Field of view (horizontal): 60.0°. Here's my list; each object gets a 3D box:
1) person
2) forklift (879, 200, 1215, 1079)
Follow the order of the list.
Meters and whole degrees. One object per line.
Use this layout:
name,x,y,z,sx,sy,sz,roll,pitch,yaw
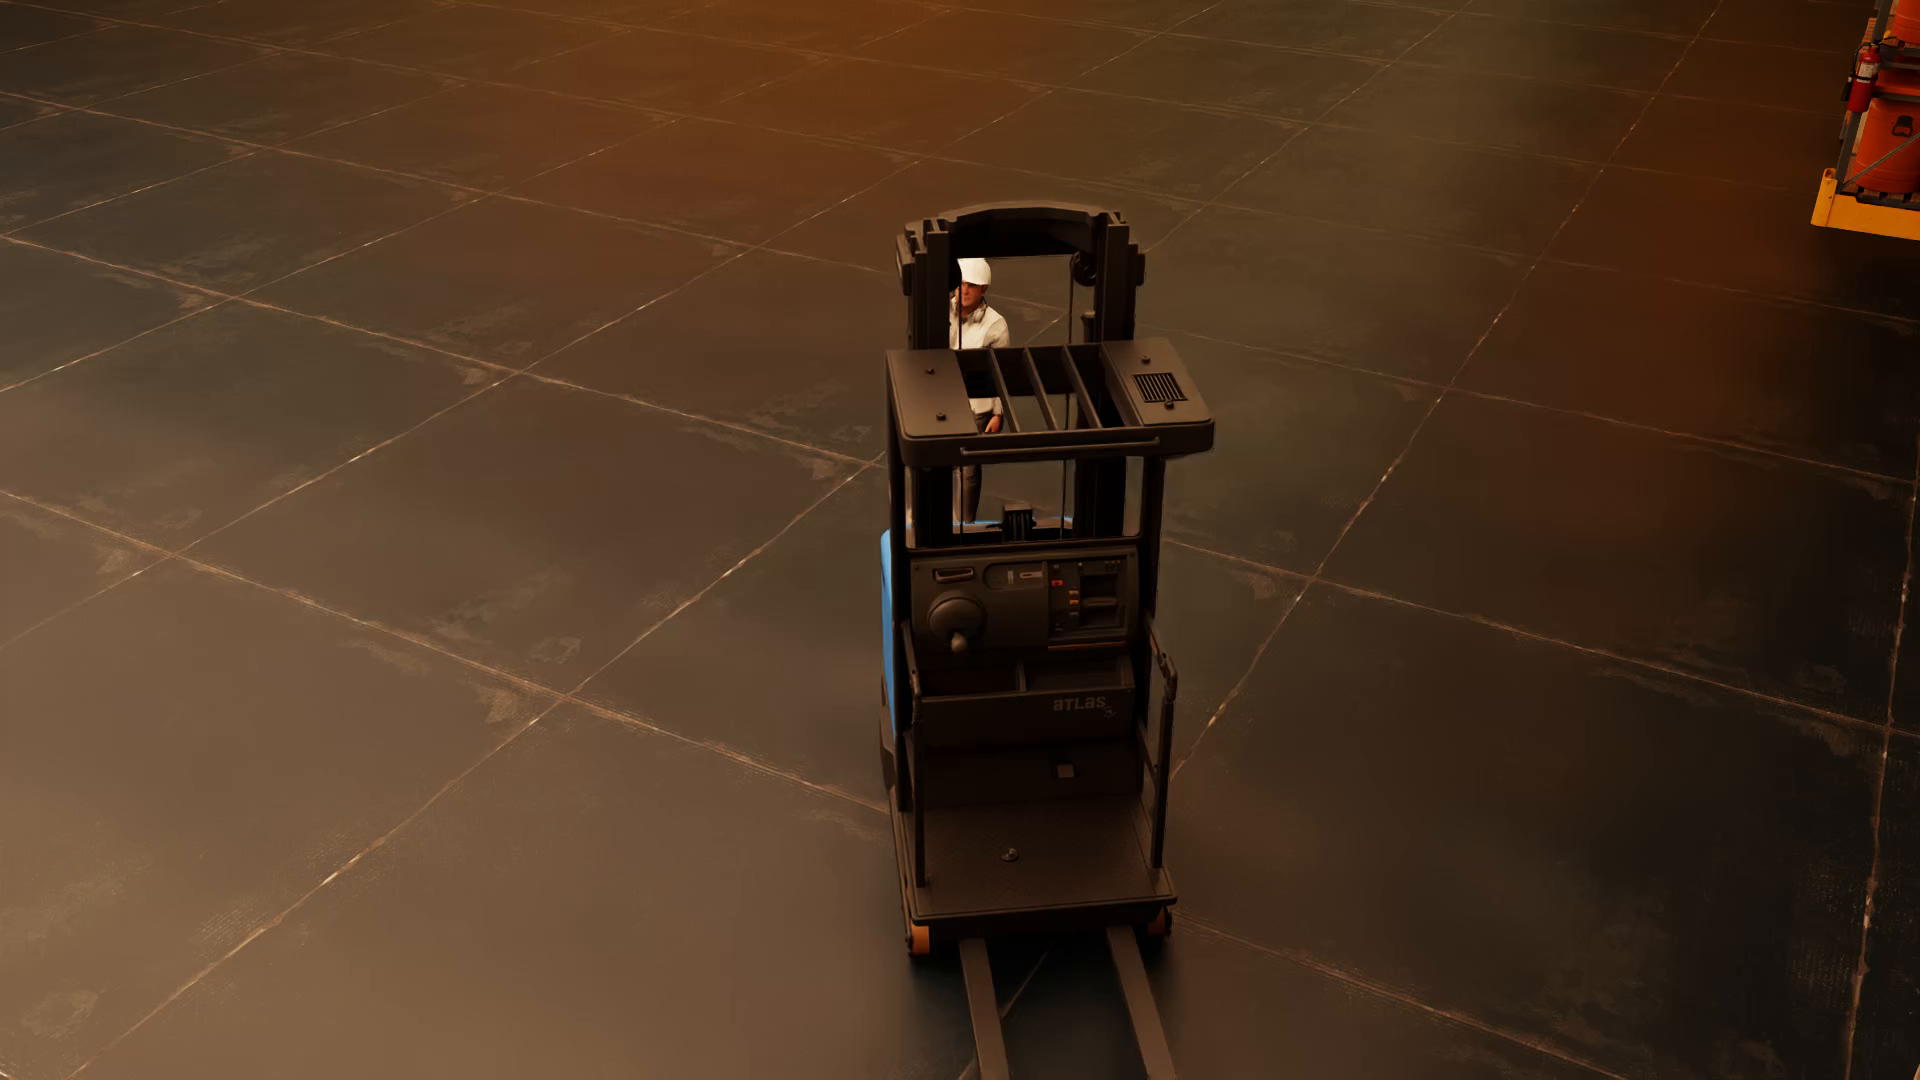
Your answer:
person,-0.037,-0.750,9.512,0.632,1.773,0.568,15,33,25
forklift,0.294,0.292,6.564,1.130,2.935,3.031,-3,30,-6
